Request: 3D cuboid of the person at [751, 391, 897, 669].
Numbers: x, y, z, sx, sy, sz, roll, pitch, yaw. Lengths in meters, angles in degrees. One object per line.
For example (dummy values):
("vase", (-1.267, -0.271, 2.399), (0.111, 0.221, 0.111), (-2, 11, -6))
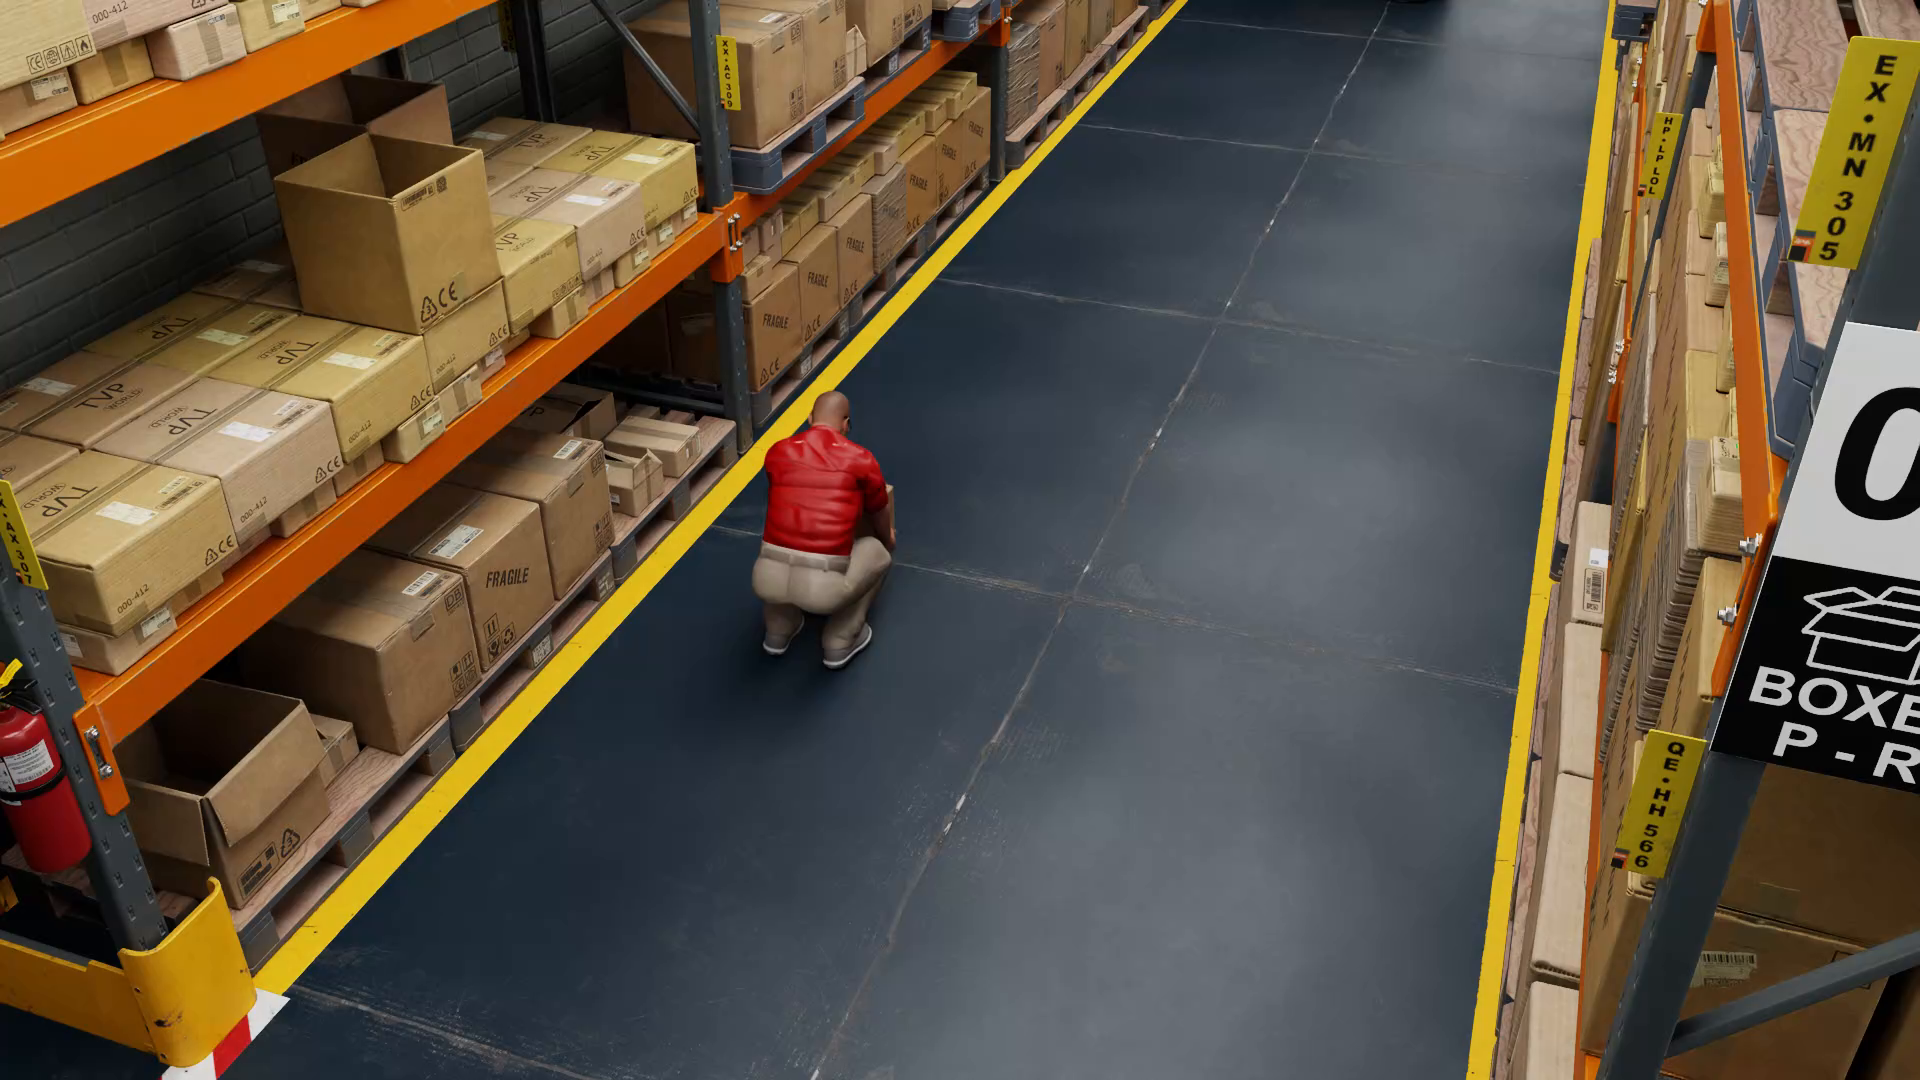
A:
("person", (-0.569, -0.053, 6.931), (0.540, 0.987, 0.886), (10, 34, 16))
